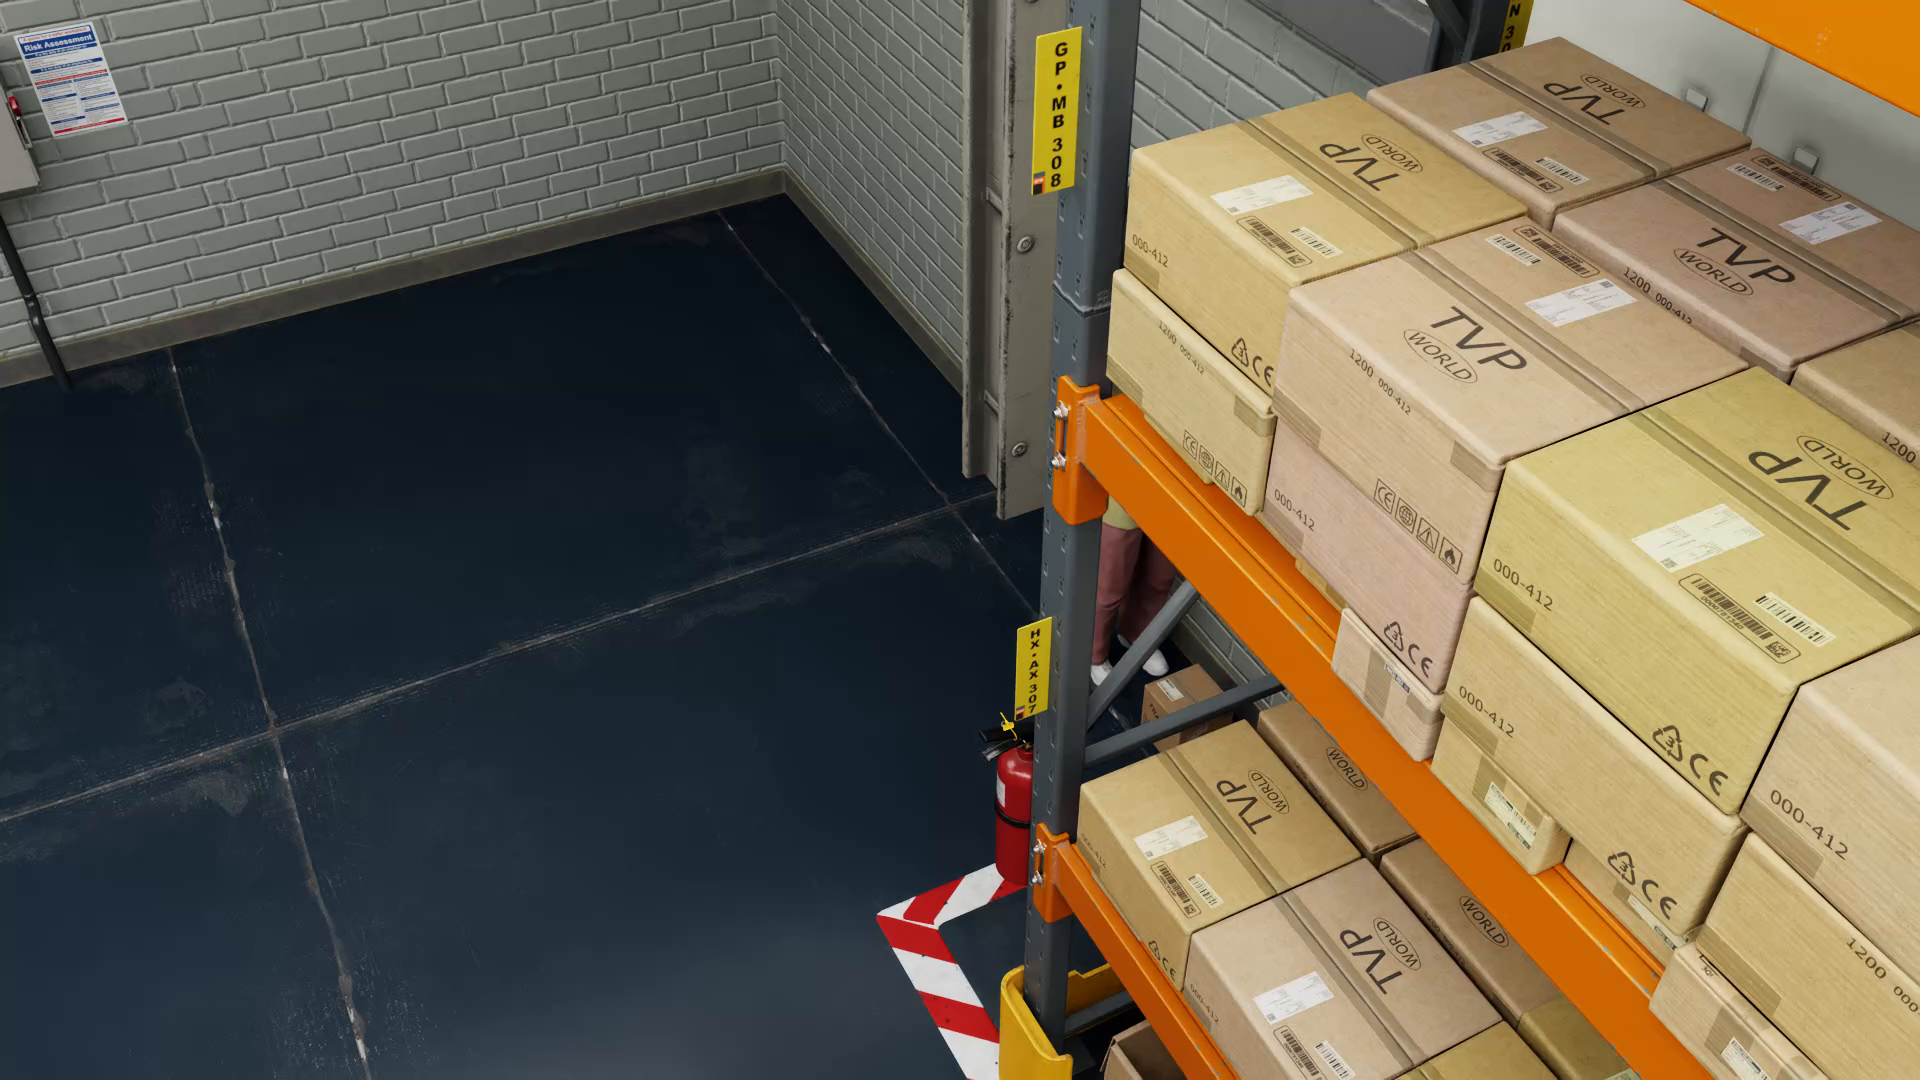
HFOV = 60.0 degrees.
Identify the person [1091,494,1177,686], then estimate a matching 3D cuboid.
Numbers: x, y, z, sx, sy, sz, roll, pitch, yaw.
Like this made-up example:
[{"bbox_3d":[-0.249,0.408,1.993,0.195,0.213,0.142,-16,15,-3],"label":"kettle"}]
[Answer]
[{"bbox_3d":[0.671,-0.136,6.320,0.440,1.669,0.358,-18,44,-19],"label":"person"}]
